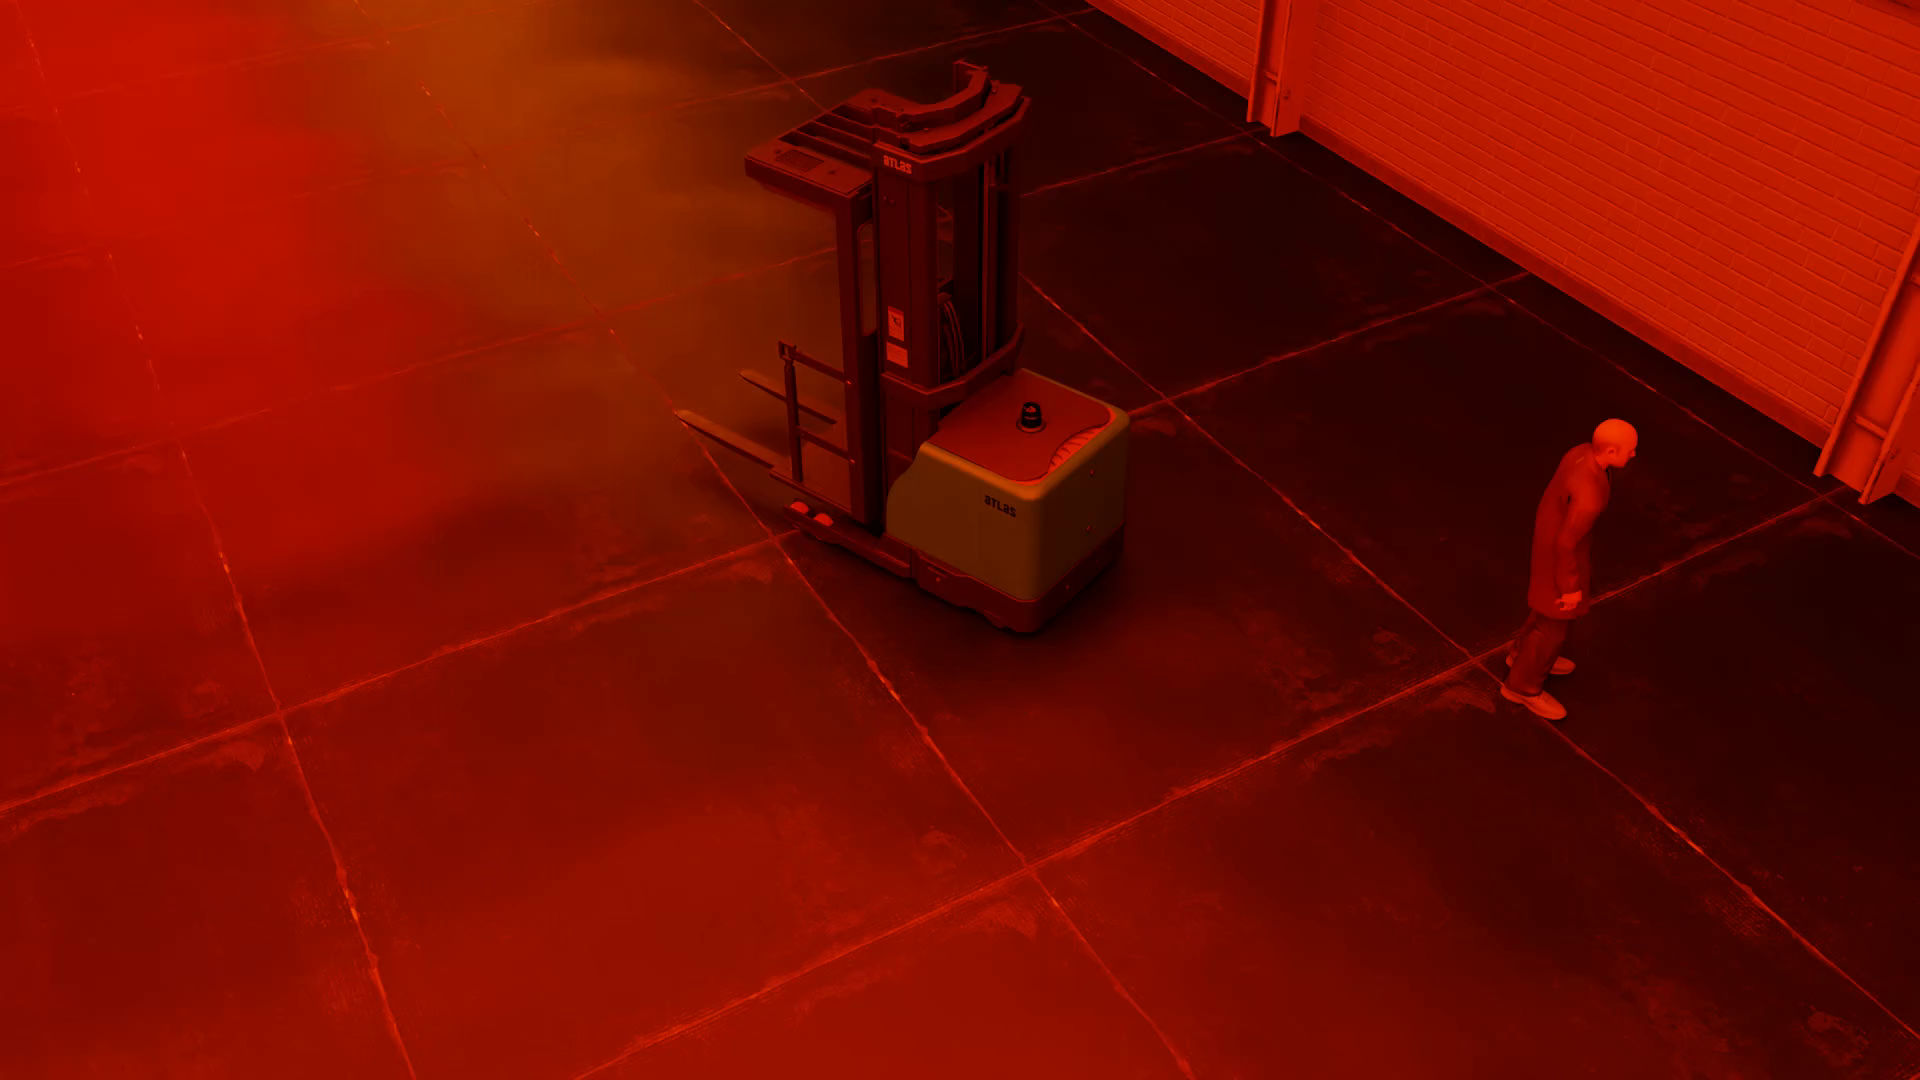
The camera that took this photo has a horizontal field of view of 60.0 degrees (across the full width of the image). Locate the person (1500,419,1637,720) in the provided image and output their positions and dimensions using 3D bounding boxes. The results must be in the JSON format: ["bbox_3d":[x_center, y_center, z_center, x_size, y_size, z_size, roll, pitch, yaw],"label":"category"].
[{"bbox_3d":[3.248,0.110,8.811,0.392,1.772,0.605,13,41,15],"label":"person"}]

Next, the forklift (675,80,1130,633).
[{"bbox_3d":[-0.482,-1.341,9.703,3.031,2.867,1.129,26,46,28],"label":"forklift"}]
